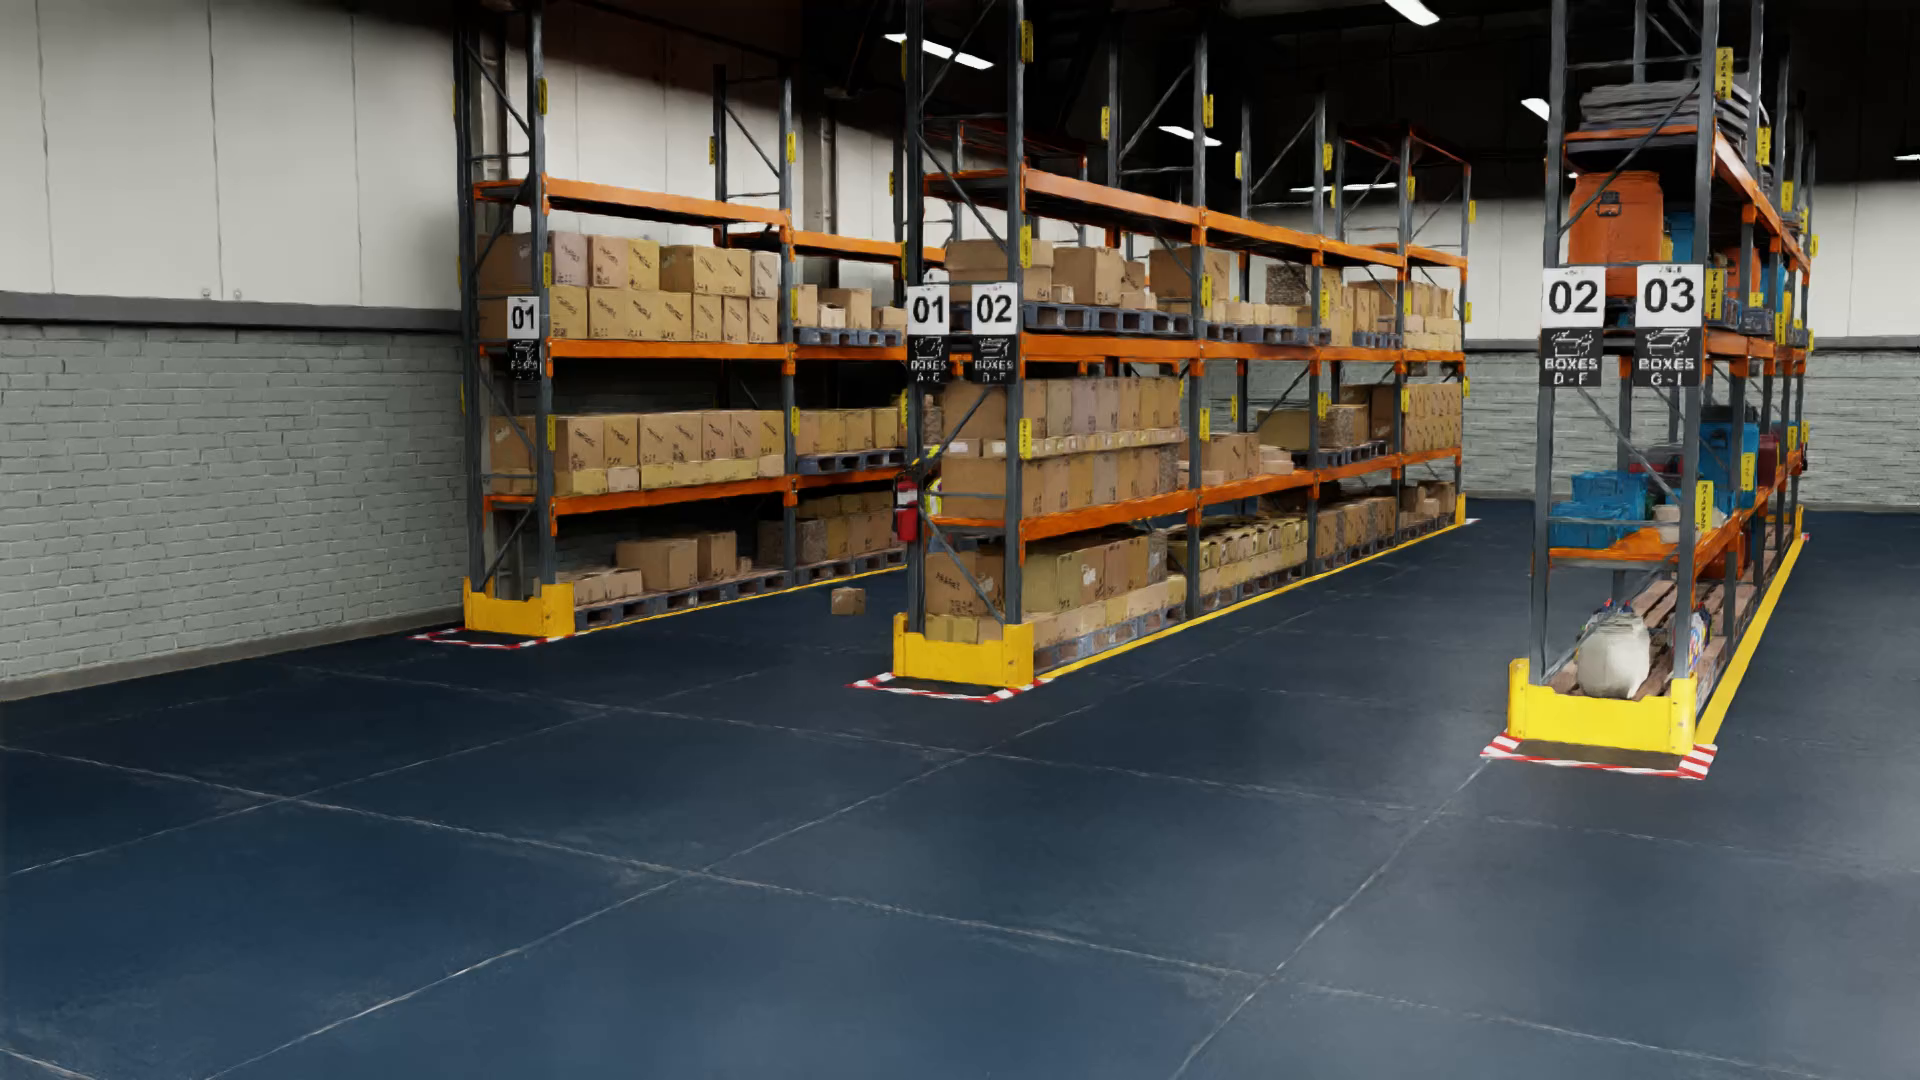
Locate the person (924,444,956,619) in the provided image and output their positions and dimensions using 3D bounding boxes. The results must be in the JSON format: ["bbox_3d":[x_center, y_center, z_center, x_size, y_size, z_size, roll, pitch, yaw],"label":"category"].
[{"bbox_3d":[-0.304,-0.073,16.652,0.632,1.765,0.600,-1,6,-14],"label":"person"}]
